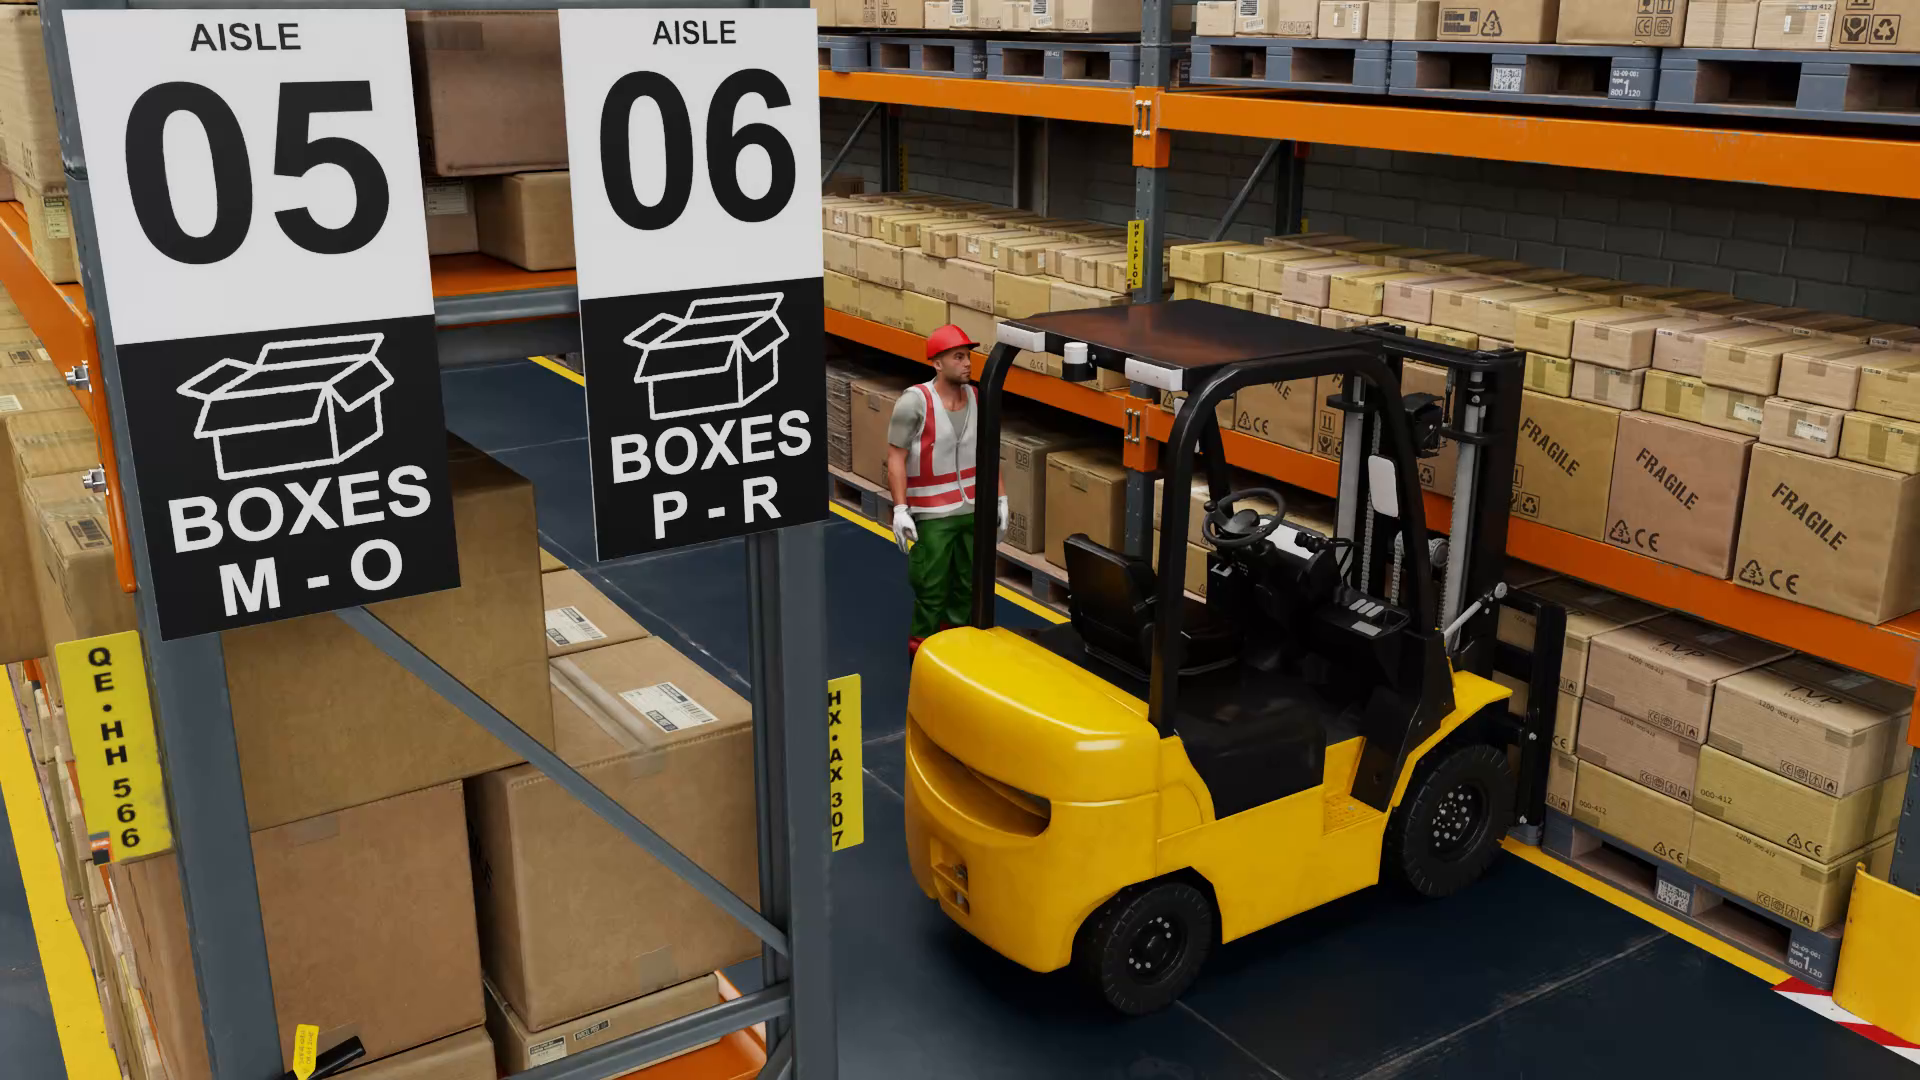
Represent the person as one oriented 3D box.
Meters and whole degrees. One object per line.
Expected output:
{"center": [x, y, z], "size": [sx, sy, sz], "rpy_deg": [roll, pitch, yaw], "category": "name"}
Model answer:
{"center": [-0.012, -0.093, 7.774], "size": [0.638, 1.791, 0.561], "rpy_deg": [-11, 21, -31], "category": "person"}
